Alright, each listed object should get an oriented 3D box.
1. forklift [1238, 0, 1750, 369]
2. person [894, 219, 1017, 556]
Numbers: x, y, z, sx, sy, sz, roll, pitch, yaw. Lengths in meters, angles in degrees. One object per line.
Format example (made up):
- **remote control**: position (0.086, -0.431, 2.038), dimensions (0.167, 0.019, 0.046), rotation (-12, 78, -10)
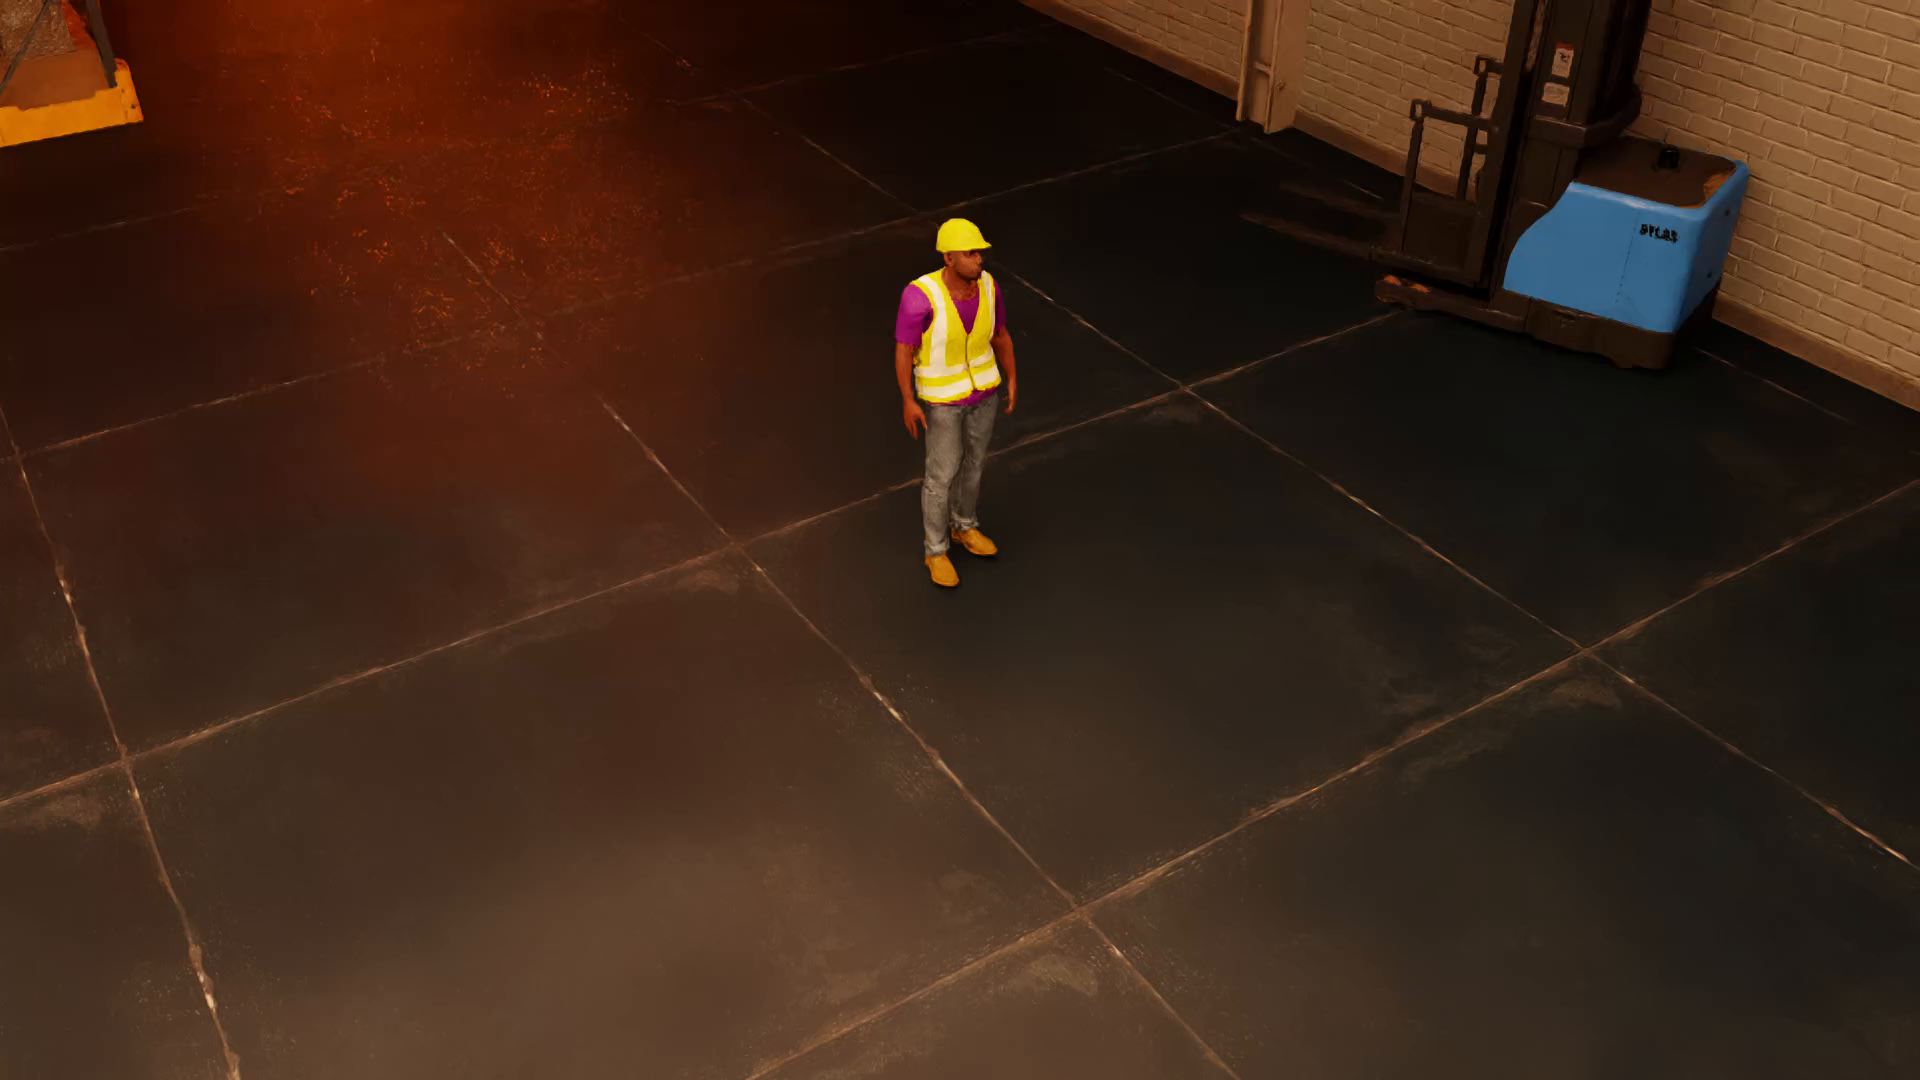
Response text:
- **forklift**: position (3.333, -2.908, 10.286), dimensions (3.031, 2.935, 1.130), rotation (23, 41, 29)
- **person**: position (-0.010, -0.755, 8.172), dimensions (0.665, 1.707, 0.419), rotation (-21, 40, -27)
